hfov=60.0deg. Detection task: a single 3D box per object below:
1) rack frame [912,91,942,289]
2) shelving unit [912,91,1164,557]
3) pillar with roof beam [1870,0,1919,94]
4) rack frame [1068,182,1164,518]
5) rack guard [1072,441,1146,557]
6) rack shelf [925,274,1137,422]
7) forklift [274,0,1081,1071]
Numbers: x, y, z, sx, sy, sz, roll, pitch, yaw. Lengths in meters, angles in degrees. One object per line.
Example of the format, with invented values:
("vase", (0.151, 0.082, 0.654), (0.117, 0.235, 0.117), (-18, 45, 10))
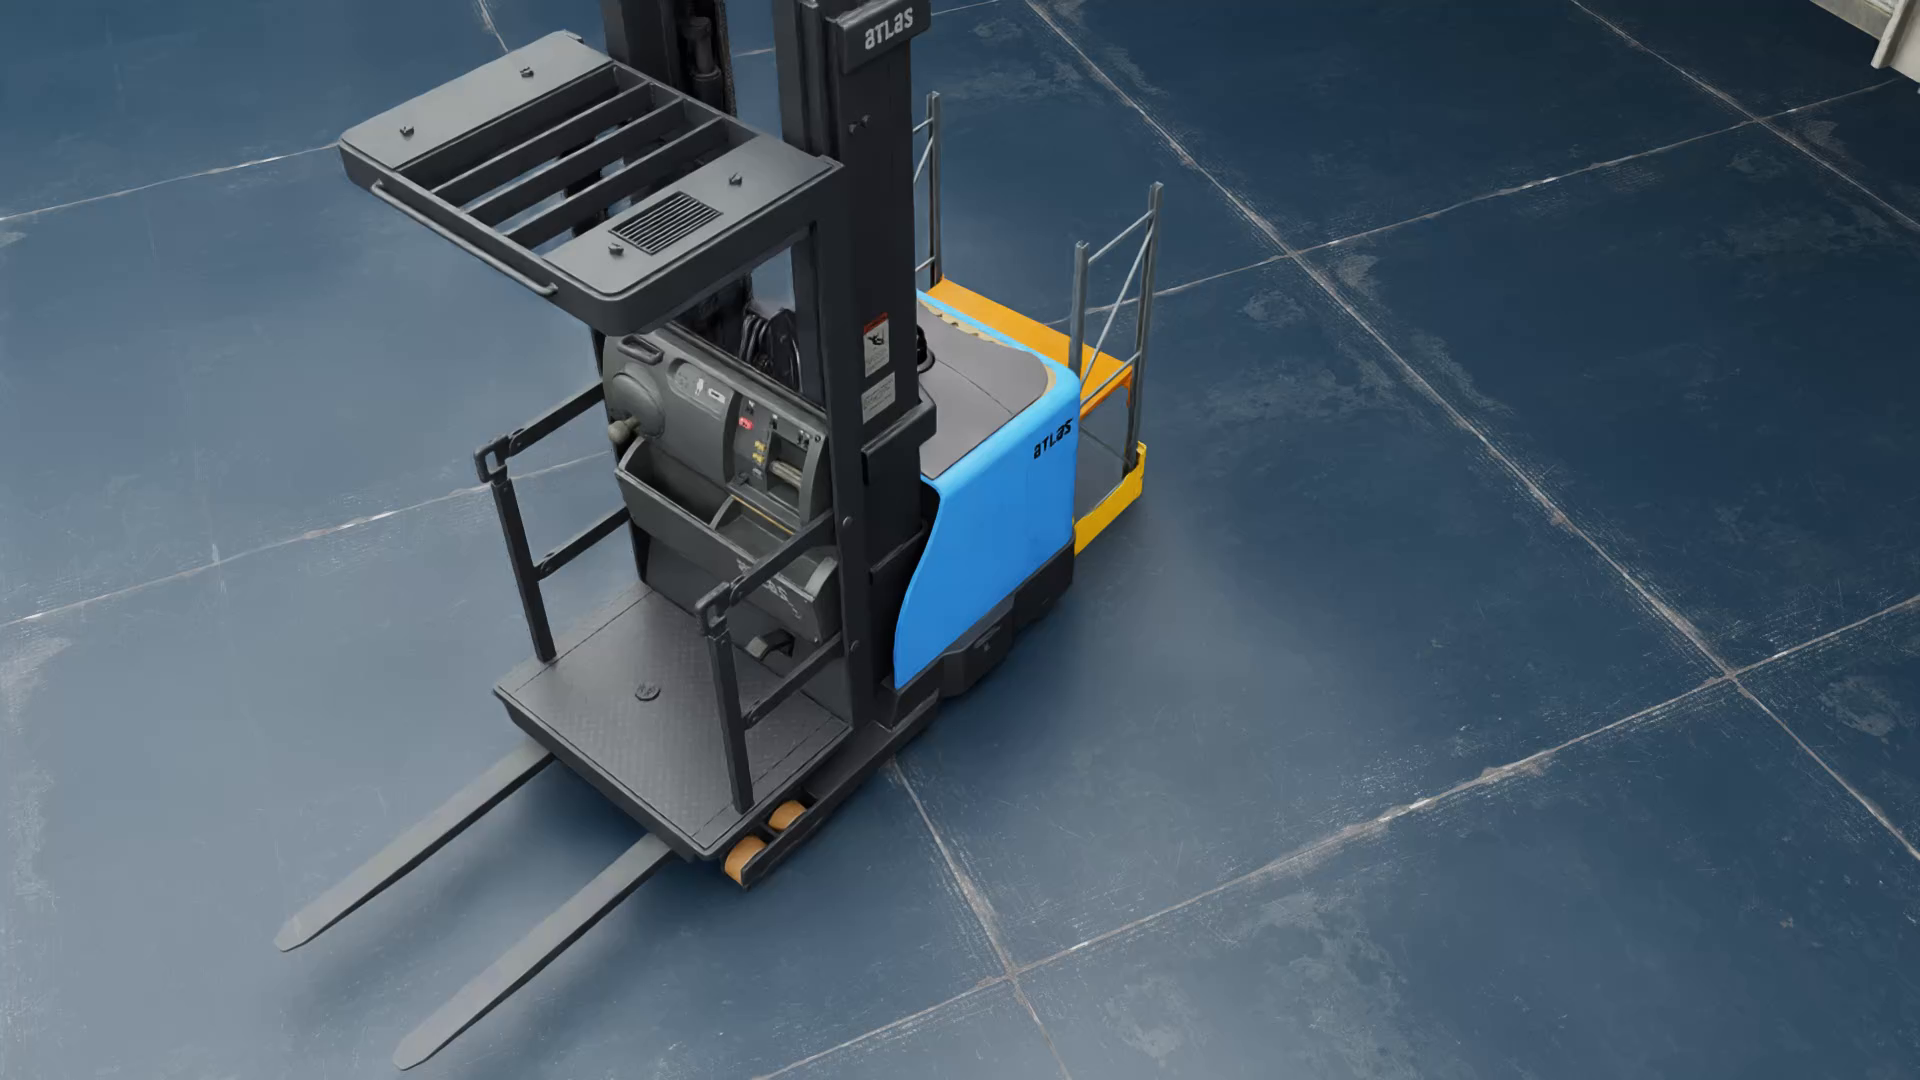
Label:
("rack frame", (-0.243, -1.037, 6.733), (0.032, 1.500, 0.500), (29, 51, 26))
("shelving unit", (0.163, -0.811, 6.505), (1.083, 1.500, 0.587), (29, 51, 26))
("pillar with roof beam", (1.516, -4.570, 4.975), (9.100, 9.000, 0.400), (-18, 47, -17))
("rack frame", (0.555, -0.594, 6.284), (0.032, 1.500, 0.500), (29, 51, 26))
("rack guard", (0.554, -0.150, 6.724), (0.087, 0.250, 0.587), (29, 51, 26))
("rack shelf", (0.156, -0.687, 6.635), (1.000, 0.185, 0.538), (29, 51, 26))
("forklift", (-0.899, -0.292, 4.959), (1.130, 2.935, 3.031), (31, 52, 28))
